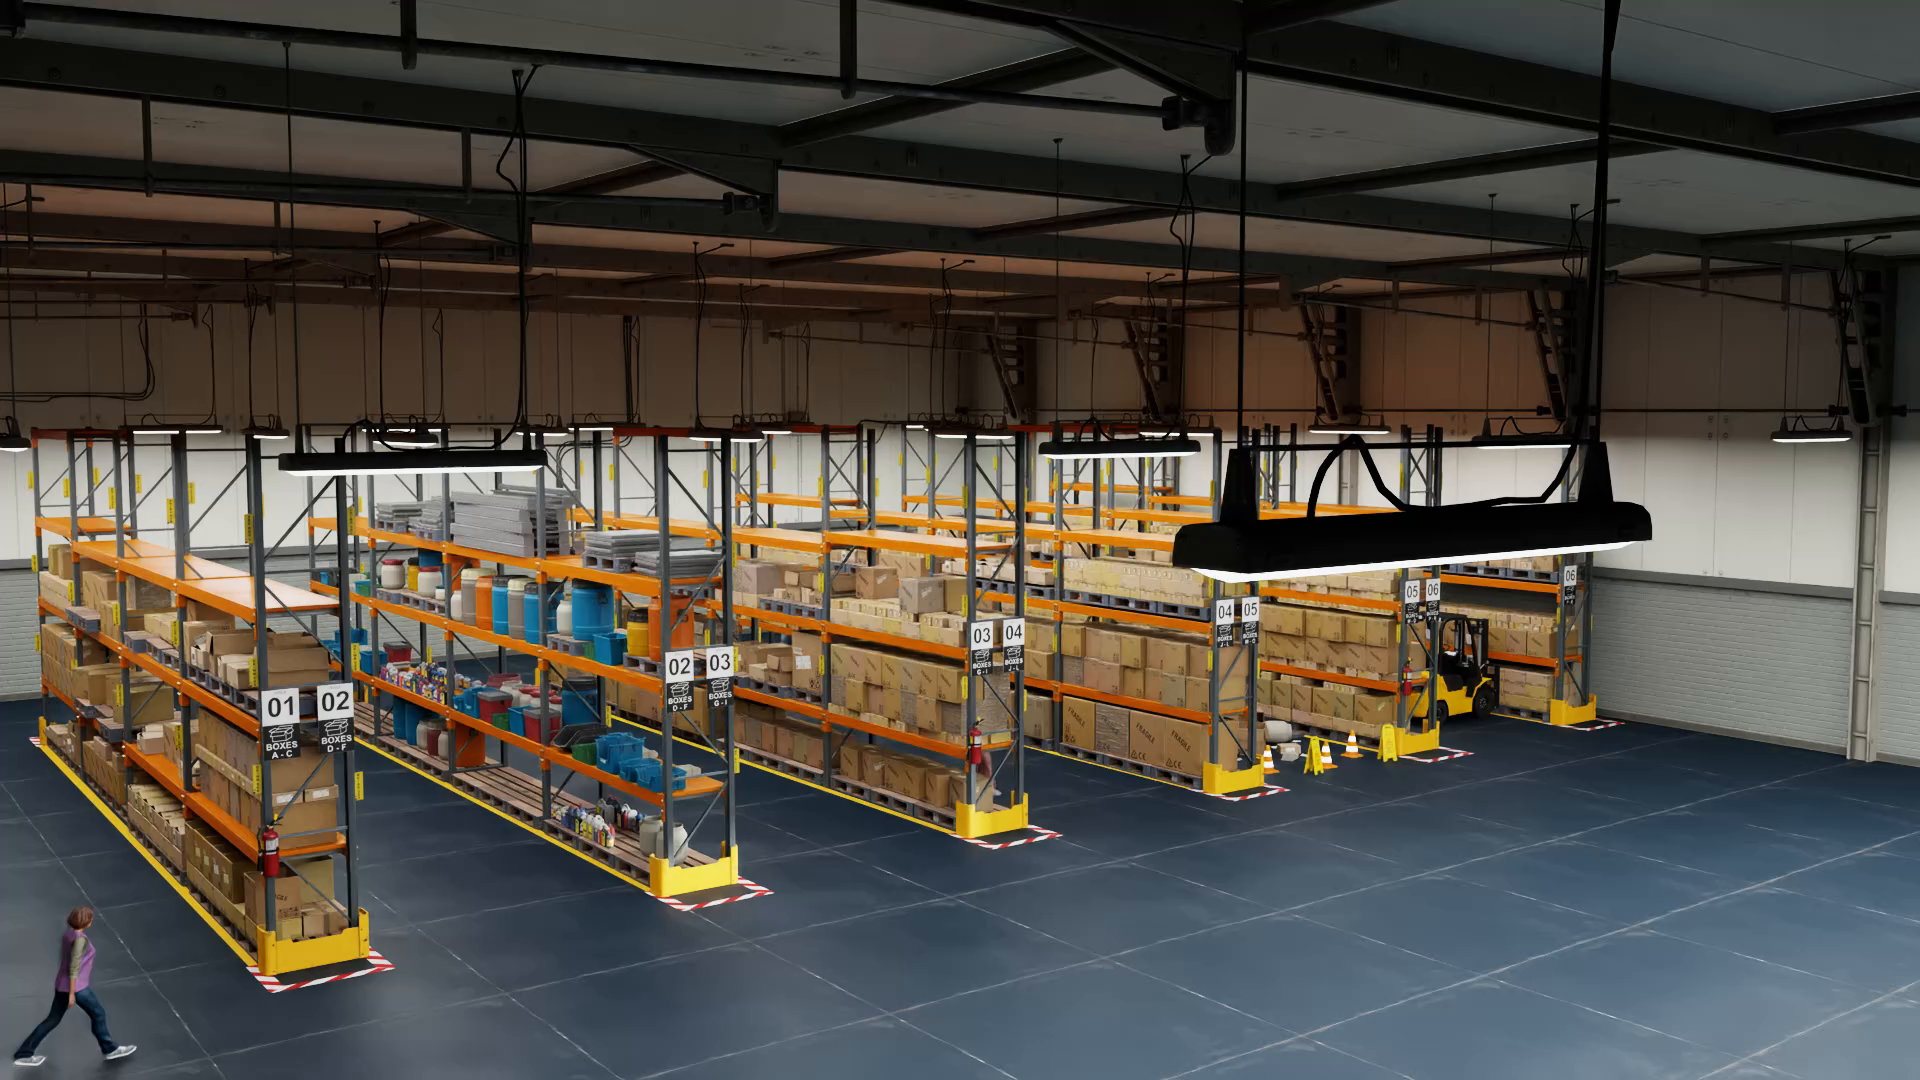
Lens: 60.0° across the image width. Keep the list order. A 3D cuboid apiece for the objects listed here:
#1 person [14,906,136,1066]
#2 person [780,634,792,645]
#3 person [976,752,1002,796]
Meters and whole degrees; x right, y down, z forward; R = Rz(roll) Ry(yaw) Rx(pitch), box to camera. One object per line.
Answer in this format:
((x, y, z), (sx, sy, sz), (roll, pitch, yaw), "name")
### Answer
((-8.562, 4.299, 16.035), (1.027, 1.527, 0.431), (-4, 6, -39), "person")
((-4.426, 2.174, 42.181), (1.040, 1.705, 0.550), (-4, 6, -44), "person")
((0.466, 3.353, 27.546), (0.743, 1.670, 0.472), (3, 6, 37), "person")
